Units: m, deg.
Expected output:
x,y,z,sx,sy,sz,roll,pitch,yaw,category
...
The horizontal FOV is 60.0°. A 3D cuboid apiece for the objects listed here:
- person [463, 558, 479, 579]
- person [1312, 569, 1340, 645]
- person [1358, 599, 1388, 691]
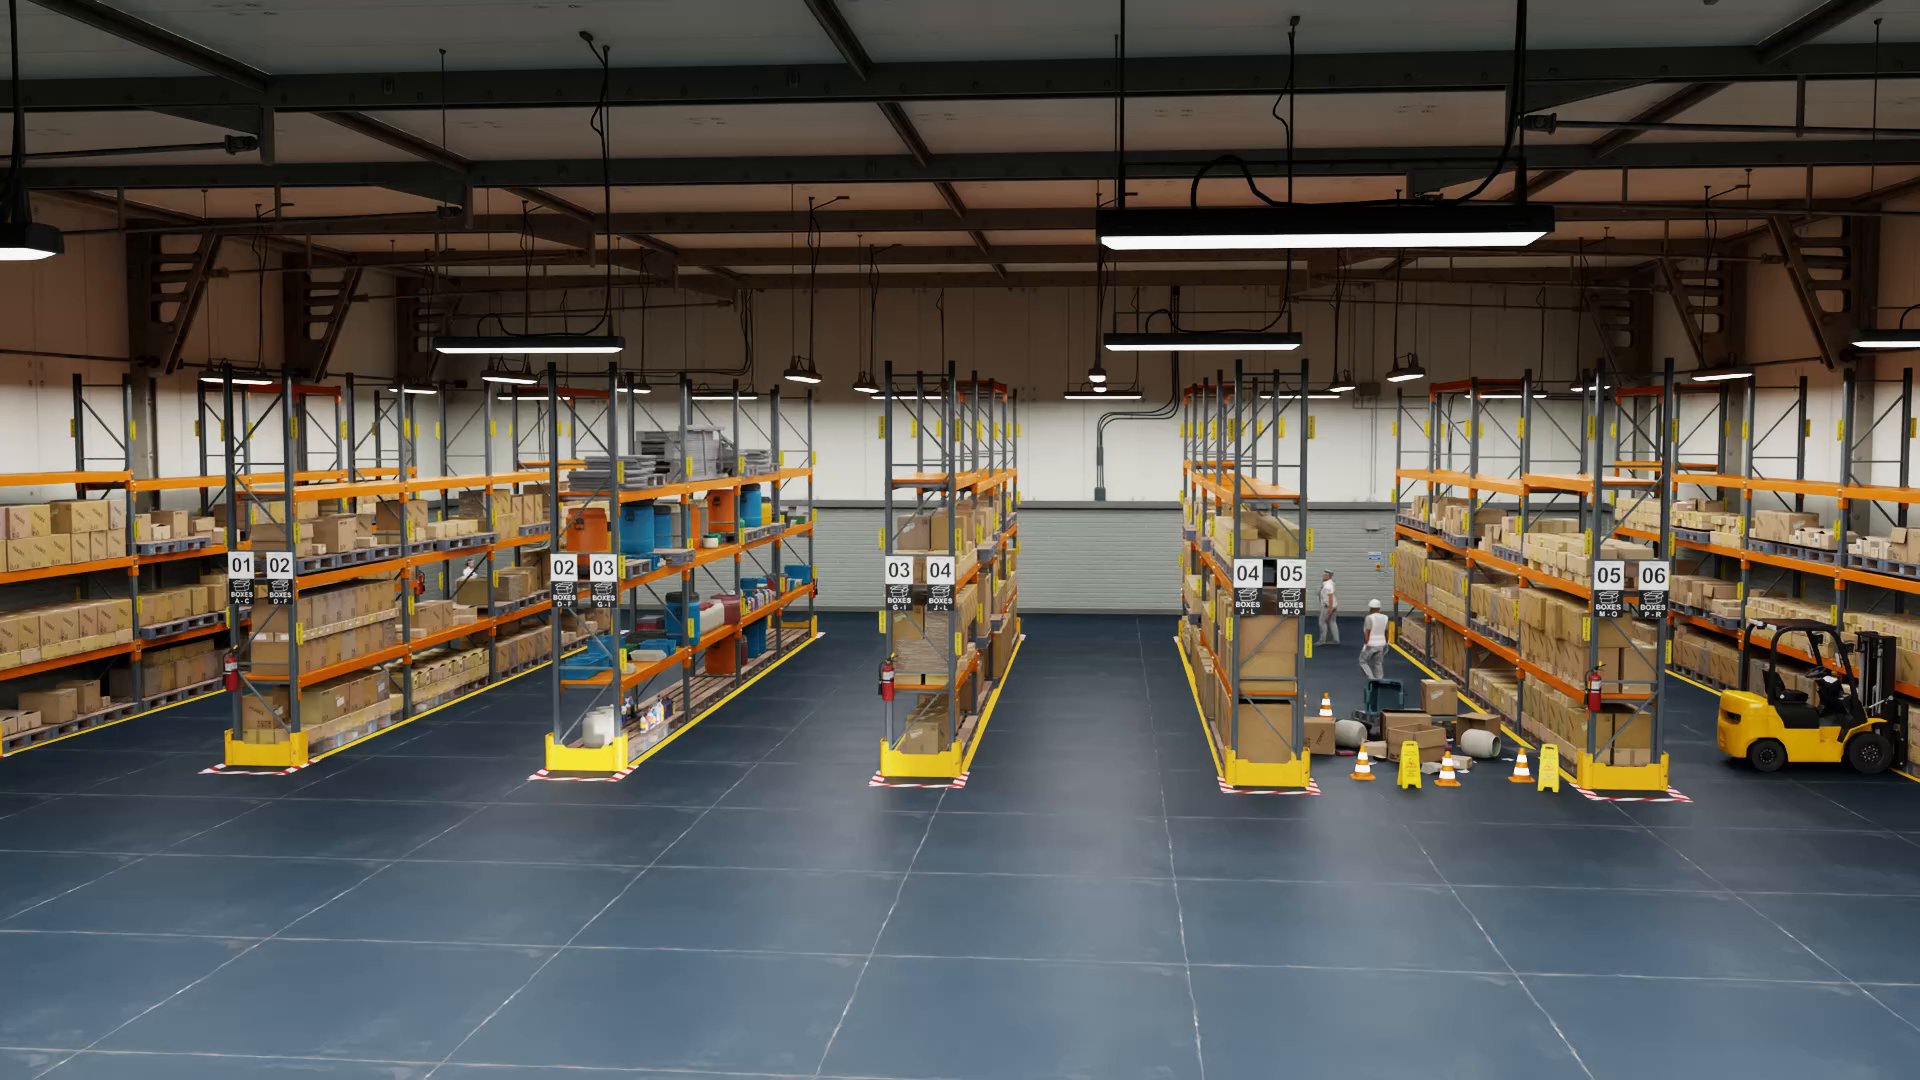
x,y,z,sx,sy,sz,roll,pitch,yaw,category
-12.736,1.304,43.320,0.394,1.690,0.508,0,4,6,person
8.577,1.584,38.829,0.633,1.802,0.582,2,4,24,person
7.927,2.024,31.730,0.609,1.786,0.463,-2,4,-25,person
